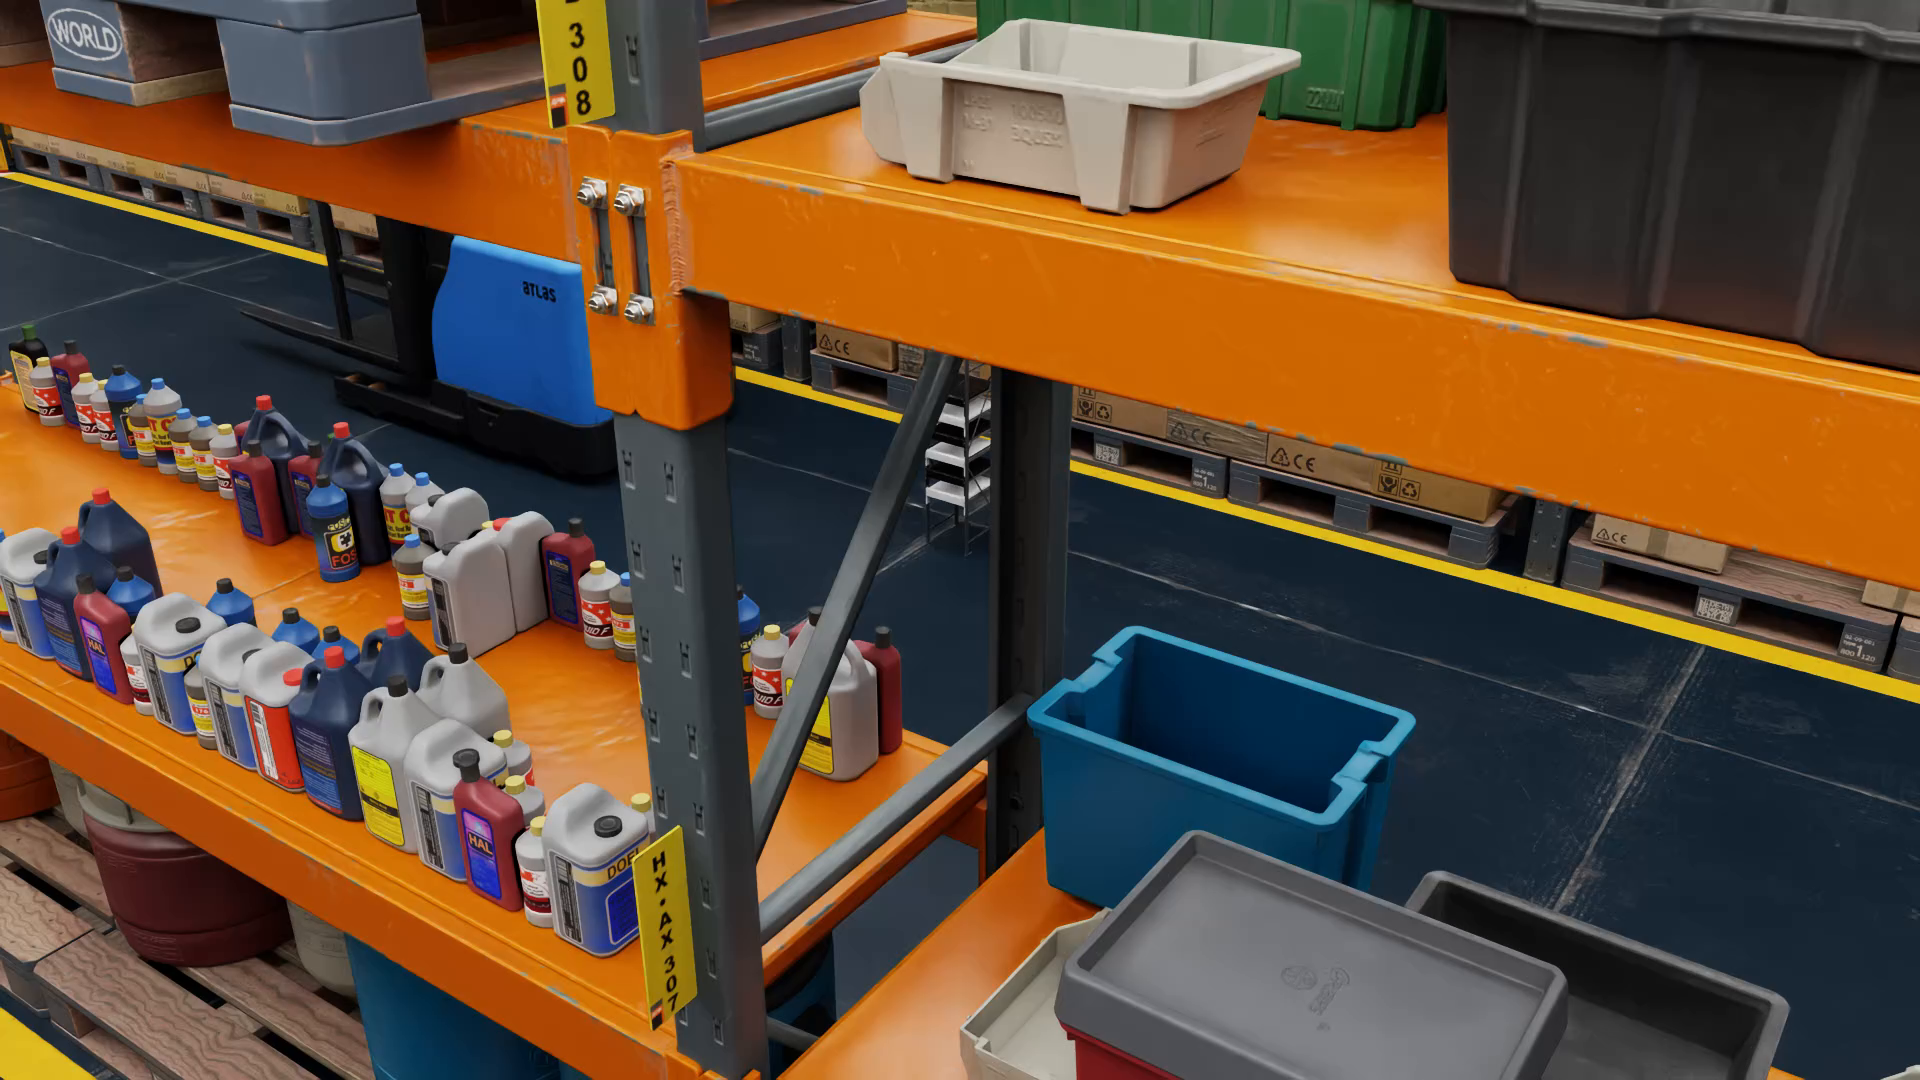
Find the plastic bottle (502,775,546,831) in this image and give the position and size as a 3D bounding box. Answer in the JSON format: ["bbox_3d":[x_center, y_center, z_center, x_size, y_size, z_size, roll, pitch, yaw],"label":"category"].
[{"bbox_3d":[-0.822,0.534,3.113,0.097,0.201,0.097,0,27,0],"label":"plastic bottle"}]

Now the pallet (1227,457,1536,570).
[{"bbox_3d":[1.988,-0.301,7.608,1.213,0.211,1.003,17,32,30],"label":"pallet"}]

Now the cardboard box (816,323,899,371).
[{"bbox_3d":[-0.404,-1.234,8.639,0.500,0.500,0.500,19,32,32],"label":"cardboard box"}]

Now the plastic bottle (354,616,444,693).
[{"bbox_3d":[-1.141,0.309,3.390,0.185,0.351,0.144,17,32,30],"label":"plastic bottle"}]

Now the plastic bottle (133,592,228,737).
[{"bbox_3d":[-1.654,0.260,3.570,0.135,0.276,0.152,17,32,30],"label":"plastic bottle"}]

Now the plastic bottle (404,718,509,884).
[{"bbox_3d":[-0.936,0.483,3.130,0.135,0.276,0.152,17,32,30],"label":"plastic bottle"}]

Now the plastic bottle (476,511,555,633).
[{"bbox_3d":[-1.056,0.058,3.965,0.135,0.276,0.152,17,32,30],"label":"plastic bottle"}]

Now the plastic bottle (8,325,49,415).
[{"bbox_3d":[-2.849,-0.529,5.110,0.133,0.283,0.061,17,32,30],"label":"plastic bottle"}]

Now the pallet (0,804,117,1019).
[{"bbox_3d":[-2.751,0.905,5.240,1.213,0.211,1.003,17,32,30],"label":"pallet"}]

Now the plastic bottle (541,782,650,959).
[{"bbox_3d":[-0.635,0.577,2.946,0.135,0.276,0.152,17,32,30],"label":"plastic bottle"}]

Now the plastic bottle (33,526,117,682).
[{"bbox_3d":[-1.978,0.127,3.747,0.185,0.351,0.144,17,32,30],"label":"plastic bottle"}]

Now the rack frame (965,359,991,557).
[{"bbox_3d":[0.090,-0.373,6.990,0.006,0.900,0.240,17,32,30],"label":"rack frame"}]

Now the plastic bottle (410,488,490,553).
[{"bbox_3d":[-1.248,-0.001,4.082,0.135,0.276,0.152,17,32,30],"label":"plastic bottle"}]

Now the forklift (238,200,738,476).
[{"bbox_3d":[-2.614,-2.119,8.182,3.031,2.935,1.130,18,32,31],"label":"forklift"}]

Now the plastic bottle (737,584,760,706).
[{"bbox_3d":[-0.484,0.224,3.645,0.097,0.271,0.097,0,27,0],"label":"plastic bottle"}]

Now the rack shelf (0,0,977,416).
[{"bbox_3d":[-1.776,-1.028,3.448,4.000,0.370,1.077,17,32,30],"label":"rack shelf"}]

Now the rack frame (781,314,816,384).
[{"bbox_3d":[-0.617,-2.376,8.612,0.127,3.000,1.000,17,32,30],"label":"rack frame"}]

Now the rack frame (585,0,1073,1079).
[{"bbox_3d":[-0.129,0.503,2.954,0.053,2.616,0.949,17,32,30],"label":"rack frame"}]

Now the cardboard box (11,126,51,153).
[{"bbox_3d":[-6.895,-3.171,12.743,0.500,0.250,0.500,17,32,30],"label":"cardboard box"}]

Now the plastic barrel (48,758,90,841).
[{"bbox_3d":[-2.496,0.627,4.990,0.421,0.512,0.421,0,27,0],"label":"plastic barrel"}]

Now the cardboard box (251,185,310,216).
[{"bbox_3d":[-4.420,-2.402,11.232,0.500,0.250,0.500,17,32,30],"label":"cardboard box"}]

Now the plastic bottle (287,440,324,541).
[{"bbox_3d":[-1.680,-0.131,4.328,0.133,0.283,0.061,17,32,30],"label":"plastic bottle"}]

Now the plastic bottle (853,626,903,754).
[{"bbox_3d":[-0.188,0.300,3.481,0.133,0.283,0.061,17,32,30],"label":"plastic bottle"}]

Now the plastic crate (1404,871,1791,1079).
[{"bbox_3d":[0.947,0.785,2.638,0.590,0.125,0.437,17,32,30],"label":"plastic crate"}]

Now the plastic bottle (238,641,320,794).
[{"bbox_3d":[-1.352,0.354,3.385,0.135,0.276,0.152,17,32,30],"label":"plastic bottle"}]

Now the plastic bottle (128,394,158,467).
[{"bbox_3d":[-2.334,-0.321,4.794,0.097,0.201,0.097,0,27,0],"label":"plastic bottle"}]

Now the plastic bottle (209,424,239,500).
[{"bbox_3d":[-2.013,-0.221,4.597,0.097,0.201,0.097,0,27,0],"label":"plastic bottle"}]

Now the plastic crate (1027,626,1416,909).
[{"bbox_3d":[0.451,0.475,2.961,0.575,0.384,0.392,17,32,30],"label":"plastic crate"}]

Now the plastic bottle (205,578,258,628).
[{"bbox_3d":[-1.599,0.210,3.672,0.097,0.271,0.097,0,27,0],"label":"plastic bottle"}]

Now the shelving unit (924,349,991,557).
[{"bbox_3d":[0.007,-0.399,7.042,0.210,0.900,0.258,17,32,30],"label":"shelving unit"}]

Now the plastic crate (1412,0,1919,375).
[{"bbox_3d":[0.741,-0.355,1.477,0.590,0.269,0.497,17,32,30],"label":"plastic crate"}]

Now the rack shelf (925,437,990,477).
[{"bbox_3d":[0.007,-0.369,7.057,0.200,0.077,0.258,17,32,30],"label":"rack shelf"}]

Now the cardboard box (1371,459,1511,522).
[{"bbox_3d":[2.111,-0.450,7.099,0.500,0.500,0.500,17,32,30],"label":"cardboard box"}]

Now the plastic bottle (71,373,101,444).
[{"bbox_3d":[-2.575,-0.396,4.941,0.097,0.201,0.097,0,27,0],"label":"plastic bottle"}]

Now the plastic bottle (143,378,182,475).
[{"bbox_3d":[-2.254,-0.328,4.729,0.097,0.271,0.097,0,27,0],"label":"plastic bottle"}]

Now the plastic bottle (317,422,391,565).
[{"bbox_3d":[-1.537,-0.127,4.247,0.185,0.351,0.144,17,32,30],"label":"plastic bottle"}]

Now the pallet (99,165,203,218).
[{"bbox_3d":[-5.556,-2.693,12.309,1.213,0.211,1.003,17,32,30],"label":"pallet"}]

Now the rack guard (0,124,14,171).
[{"bbox_3d":[-7.231,-3.322,13.227,0.348,0.500,1.175,17,32,30],"label":"rack guard"}]

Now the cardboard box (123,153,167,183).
[{"bbox_3d":[-5.660,-2.785,11.985,0.500,0.250,0.500,17,32,30],"label":"cardboard box"}]

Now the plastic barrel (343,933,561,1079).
[{"bbox_3d":[-1.150,0.922,3.981,0.708,0.901,0.600,17,32,30],"label":"plastic barrel"}]

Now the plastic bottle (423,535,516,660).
[{"bbox_3d":[-1.143,0.115,3.853,0.135,0.276,0.152,17,32,30],"label":"plastic bottle"}]

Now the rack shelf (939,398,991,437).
[{"bbox_3d":[0.007,-0.530,6.975,0.200,0.077,0.258,17,32,30],"label":"rack shelf"}]

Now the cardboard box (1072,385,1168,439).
[{"bbox_3d":[0.875,-0.839,7.863,0.500,0.500,0.500,16,31,29],"label":"cardboard box"}]

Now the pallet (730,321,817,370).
[{"bbox_3d":[-1.273,-1.359,9.688,1.213,0.211,1.003,17,32,30],"label":"pallet"}]
